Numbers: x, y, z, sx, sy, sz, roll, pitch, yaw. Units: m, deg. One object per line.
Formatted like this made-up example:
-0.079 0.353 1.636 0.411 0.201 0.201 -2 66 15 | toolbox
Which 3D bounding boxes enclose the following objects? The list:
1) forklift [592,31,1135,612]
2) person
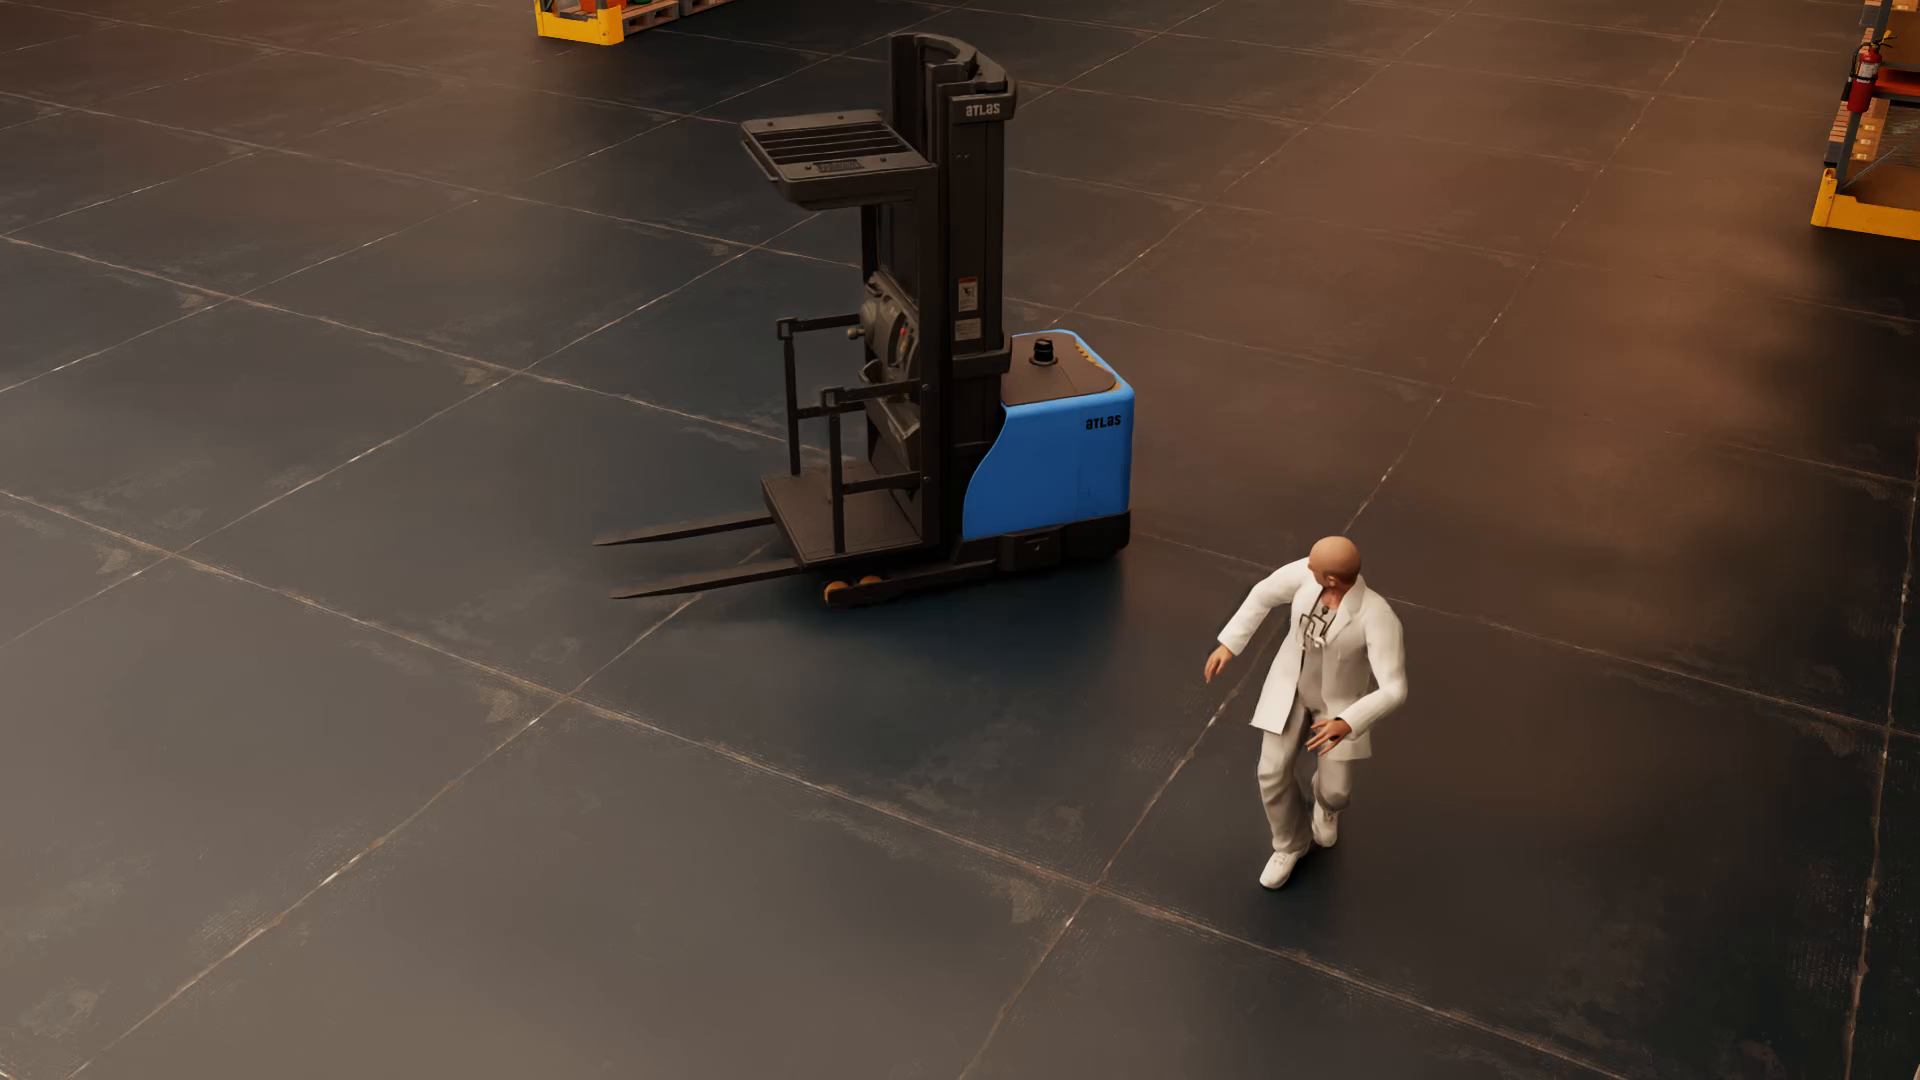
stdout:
-0.576 -1.167 9.092 3.031 2.935 1.130 -10 31 -16 | forklift
1.461 0.714 7.120 0.903 1.652 0.868 18 34 28 | person
